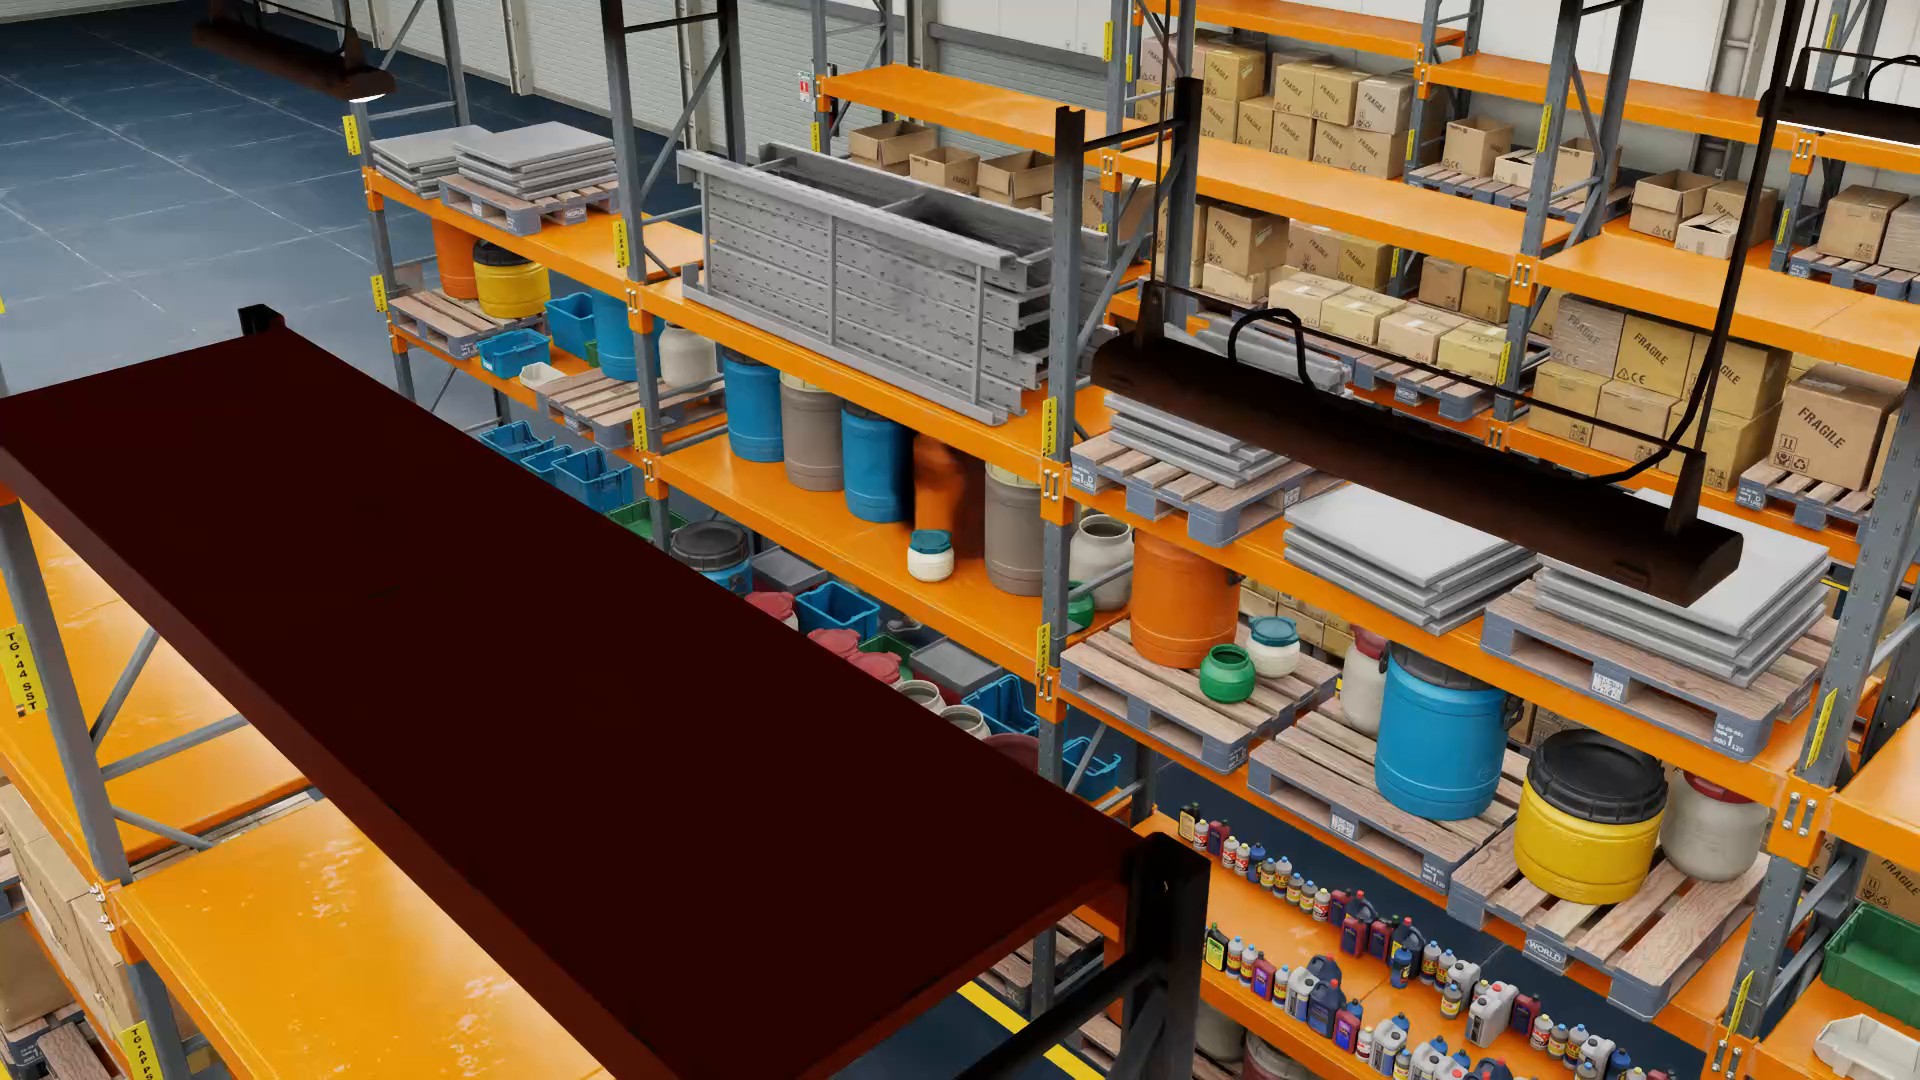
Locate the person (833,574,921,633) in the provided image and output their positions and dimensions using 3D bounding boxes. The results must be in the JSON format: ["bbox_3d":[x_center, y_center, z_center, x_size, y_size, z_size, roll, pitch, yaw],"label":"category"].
[{"bbox_3d":[-0.833,0.089,14.947,0.992,1.711,0.670,15,32,25],"label":"person"}]
